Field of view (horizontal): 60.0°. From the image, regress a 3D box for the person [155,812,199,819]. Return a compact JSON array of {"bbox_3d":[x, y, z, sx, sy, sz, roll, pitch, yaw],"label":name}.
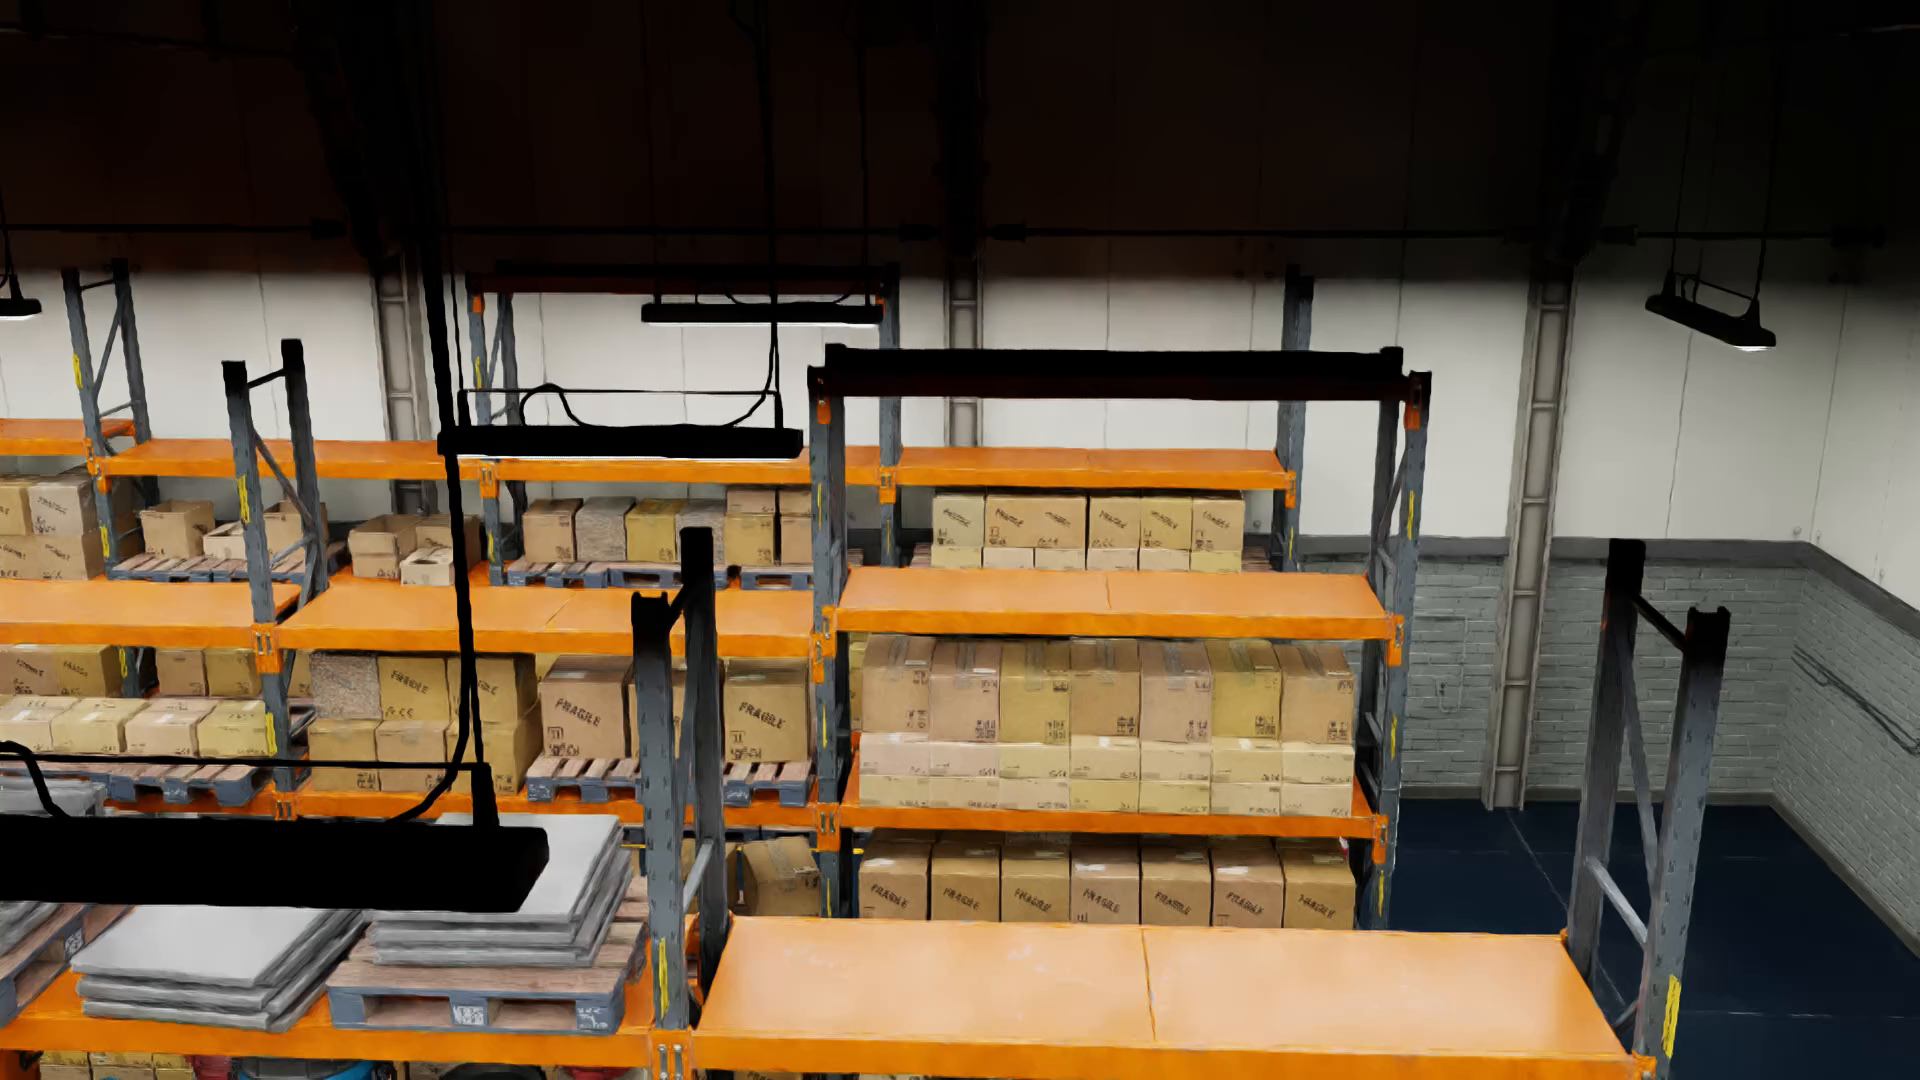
[{"bbox_3d":[-7.349,2.859,15.659,1.105,1.695,0.546,0,16,1],"label":"person"}]
